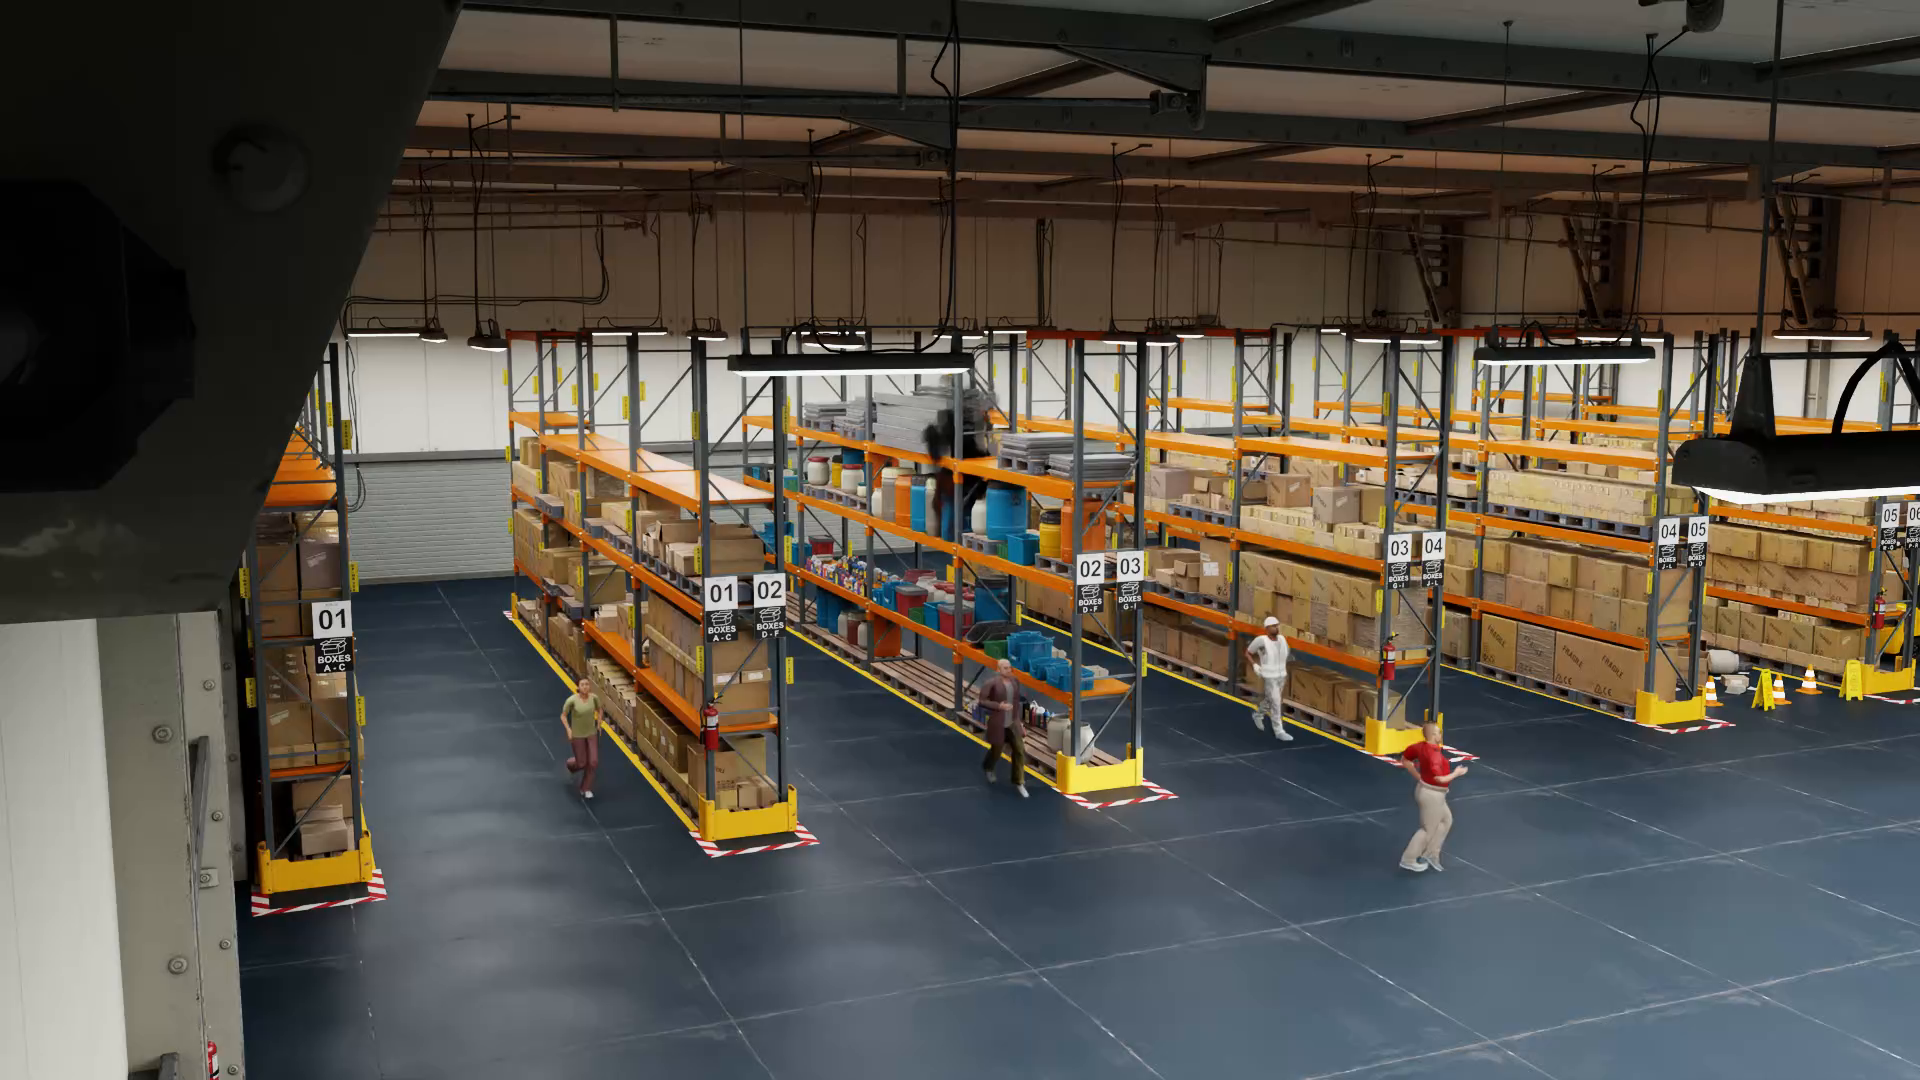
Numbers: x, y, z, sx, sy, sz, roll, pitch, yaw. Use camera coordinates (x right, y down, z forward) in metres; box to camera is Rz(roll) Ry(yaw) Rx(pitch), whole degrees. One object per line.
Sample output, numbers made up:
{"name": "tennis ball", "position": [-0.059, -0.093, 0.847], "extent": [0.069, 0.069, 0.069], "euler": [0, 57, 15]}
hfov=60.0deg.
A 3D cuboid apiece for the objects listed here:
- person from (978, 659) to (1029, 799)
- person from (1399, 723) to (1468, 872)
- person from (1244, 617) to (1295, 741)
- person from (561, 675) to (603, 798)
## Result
{"name": "person", "position": [0.552, 2.458, 22.077], "extent": [0.730, 1.813, 0.988], "euler": [-4, 9, -27]}
{"name": "person", "position": [5.346, 2.944, 18.811], "extent": [0.727, 1.781, 0.640], "euler": [0, 8, 0]}
{"name": "person", "position": [4.576, 2.000, 24.374], "extent": [0.693, 1.768, 0.986], "euler": [-5, 9, -32]}
{"name": "person", "position": [-4.988, 2.559, 21.962], "extent": [0.569, 1.621, 0.622], "euler": [-4, 9, -30]}
